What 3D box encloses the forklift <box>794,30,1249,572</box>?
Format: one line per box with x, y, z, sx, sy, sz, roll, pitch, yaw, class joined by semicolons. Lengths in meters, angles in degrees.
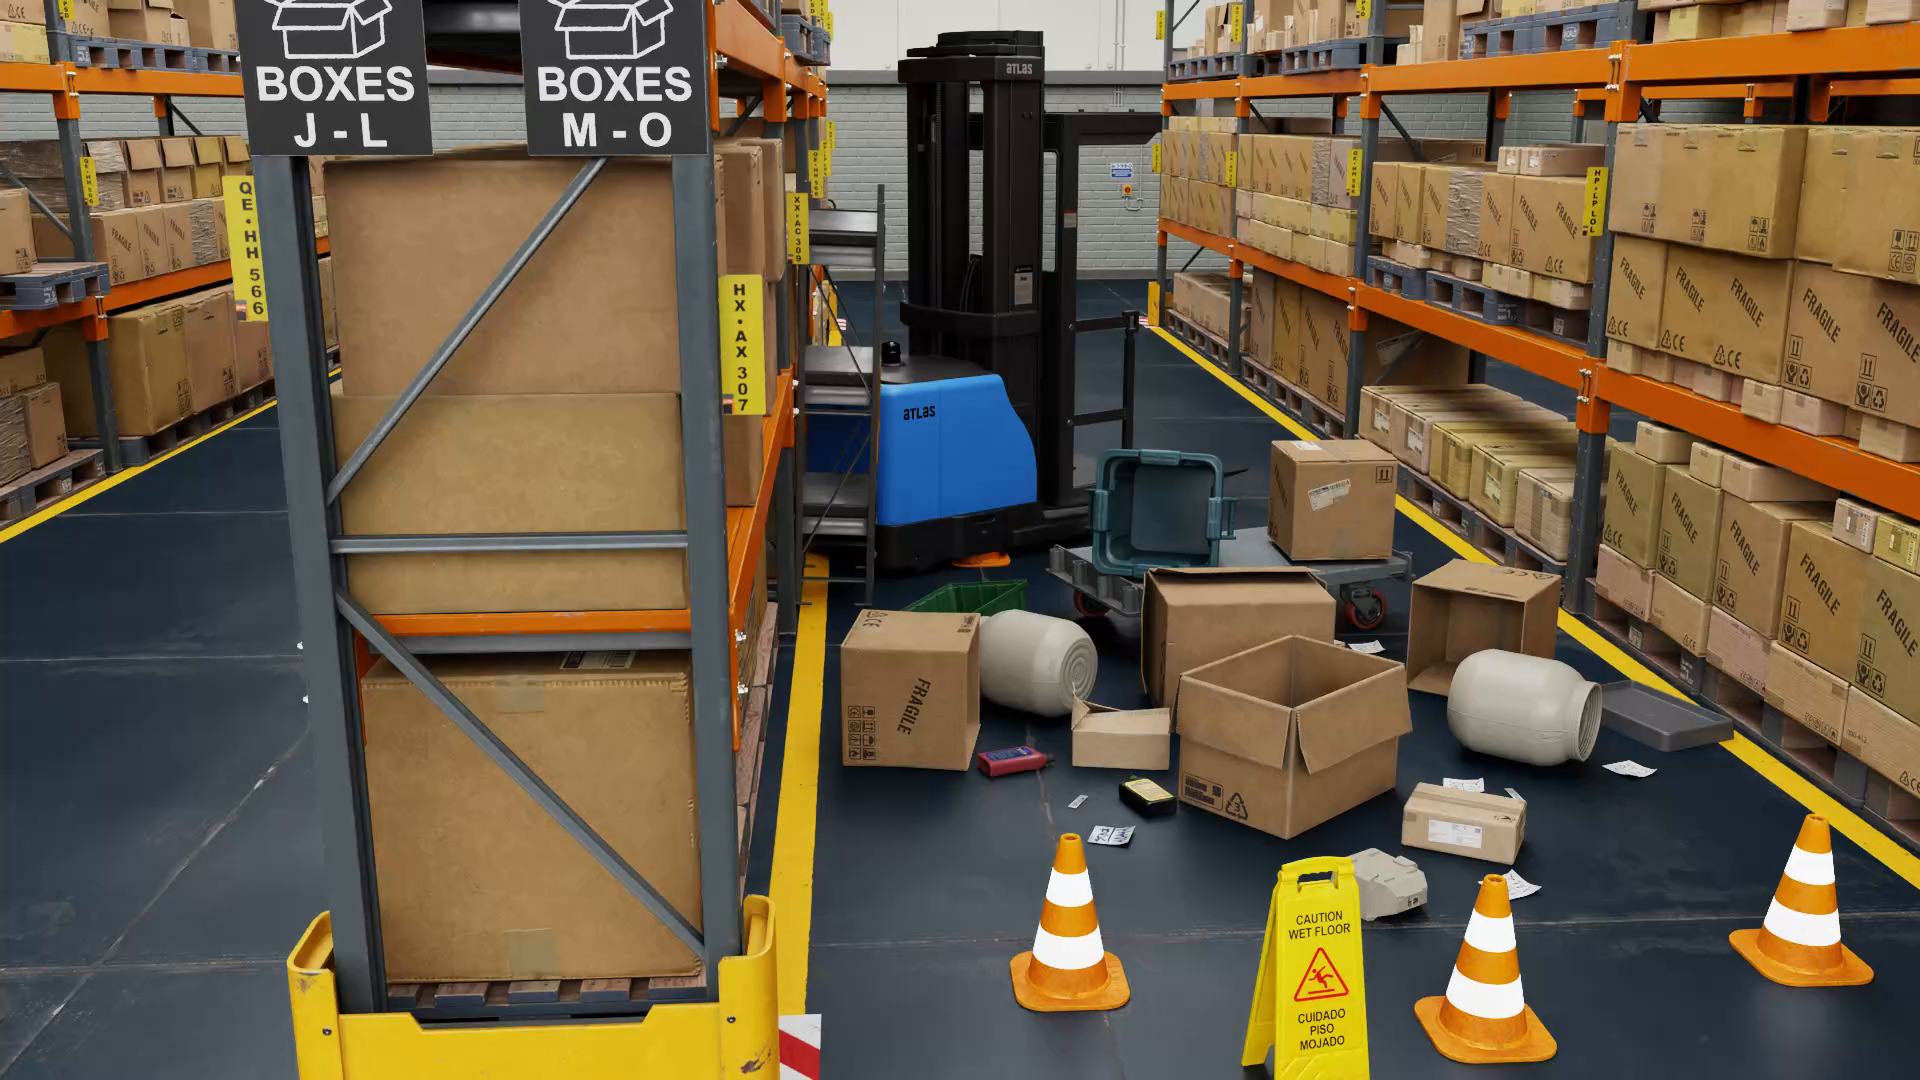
0.499;-1.513;10.025;3.031;2.935;1.130;-11;18;-36;forklift

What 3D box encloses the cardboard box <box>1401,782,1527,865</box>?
1.776;0.996;5.857;0.380;0.149;0.250;7;16;26;cardboard box

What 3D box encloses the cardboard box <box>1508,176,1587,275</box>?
3.336;-1.715;9.033;0.500;0.500;0.500;-1;14;-3;cardboard box

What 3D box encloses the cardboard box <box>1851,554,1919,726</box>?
3.527;0.350;5.817;0.500;0.500;0.500;0;14;-1;cardboard box

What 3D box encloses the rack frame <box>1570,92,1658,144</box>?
7.836;-4.147;20.124;1.000;3.000;0.127;-1;14;-3;rack frame

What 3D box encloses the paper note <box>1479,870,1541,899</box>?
1.828;1.143;5.521;0.148;0.019;0.142;-6;16;-23;paper note

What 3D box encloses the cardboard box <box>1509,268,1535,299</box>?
3.267;-1.420;9.186;0.380;0.149;0.250;-1;14;-4;cardboard box

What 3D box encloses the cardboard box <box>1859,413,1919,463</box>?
3.487;-0.375;5.969;0.380;0.149;0.250;-1;14;-4;cardboard box

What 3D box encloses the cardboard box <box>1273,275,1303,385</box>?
3.312;-1.871;14.701;0.875;0.875;0.875;0;14;-2;cardboard box

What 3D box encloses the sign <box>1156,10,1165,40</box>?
2.327;-5.977;19.302;0.100;0.325;0.005;-1;14;-3;sign

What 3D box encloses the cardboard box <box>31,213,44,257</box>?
-6.791;-2.094;11.945;0.500;0.500;0.500;0;14;-2;cardboard box

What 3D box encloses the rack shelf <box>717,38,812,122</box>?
-1.433;-2.585;9.478;1.077;0.370;4.000;-1;14;-3;rack shelf

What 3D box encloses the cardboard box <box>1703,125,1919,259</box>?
3.450;-1.396;6.629;0.700;0.500;0.500;-1;14;-5;cardboard box

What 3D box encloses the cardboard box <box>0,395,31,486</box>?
-6.405;-0.625;10.570;0.700;0.500;0.500;-2;15;-8;cardboard box

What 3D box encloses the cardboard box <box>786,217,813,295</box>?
-1.261;-1.919;11.263;0.500;0.500;0.500;-1;14;-3;cardboard box

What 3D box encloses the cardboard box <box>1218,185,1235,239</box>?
2.846;-3.234;16.377;0.500;0.500;0.500;-1;14;-3;cardboard box

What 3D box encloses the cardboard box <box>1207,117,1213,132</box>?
2.777;-4.312;17.256;0.380;0.149;0.250;-1;14;-5;cardboard box

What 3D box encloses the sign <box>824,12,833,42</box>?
-1.497;-5.853;18.958;0.100;0.325;0.005;-1;14;-3;sign

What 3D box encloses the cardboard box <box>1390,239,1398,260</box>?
3.196;-2.007;11.468;0.380;0.149;0.250;-2;15;-7;cardboard box

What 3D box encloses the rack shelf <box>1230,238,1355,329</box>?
3.254;-2.229;14.112;1.077;0.370;4.000;-1;14;-3;rack shelf

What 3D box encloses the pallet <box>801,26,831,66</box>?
-1.464;-3.180;10.726;1.213;0.211;1.003;0;14;-1;pallet

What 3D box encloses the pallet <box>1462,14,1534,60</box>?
3.626;-2.860;9.478;1.213;0.211;1.003;-1;14;-3;pallet

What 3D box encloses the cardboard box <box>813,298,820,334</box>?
-1.441;-1.888;14.015;0.500;0.250;0.500;-2;15;-6;cardboard box

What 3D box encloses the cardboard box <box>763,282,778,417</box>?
-1.218;-0.828;6.924;0.875;0.550;0.550;-1;14;-3;cardboard box

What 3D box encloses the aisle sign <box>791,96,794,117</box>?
-1.758;-5.250;19.192;0.394;0.787;0.004;-1;14;-3;aisle sign

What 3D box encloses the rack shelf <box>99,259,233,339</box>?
-6.637;-2.076;13.518;1.077;0.370;4.000;-1;14;-3;rack shelf

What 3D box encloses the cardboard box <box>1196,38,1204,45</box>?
2.999;-5.591;18.973;0.500;0.250;0.500;-2;15;-9;cardboard box

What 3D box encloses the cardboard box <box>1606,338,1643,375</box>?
3.325;-0.880;7.931;0.380;0.149;0.250;-1;14;-4;cardboard box

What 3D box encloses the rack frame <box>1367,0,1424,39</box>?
3.377;-4.985;11.342;1.000;3.000;0.127;-1;14;-3;rack frame

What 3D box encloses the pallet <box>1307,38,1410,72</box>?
3.285;-3.600;12.359;1.213;0.211;1.003;0;14;-1;pallet

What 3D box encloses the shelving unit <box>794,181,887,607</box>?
-0.618;-0.723;8.485;0.431;2.100;0.503;2;23;-3;shelving unit

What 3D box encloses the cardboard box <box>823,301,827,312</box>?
-1.656;-2.550;18.199;0.380;0.149;0.250;-1;14;-3;cardboard box

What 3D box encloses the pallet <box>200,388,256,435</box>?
-6.560;-1.076;13.786;1.003;0.211;1.213;-1;14;-3;pallet

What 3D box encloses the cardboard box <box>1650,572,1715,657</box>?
3.437;0.327;7.412;0.500;0.250;0.500;0;14;0;cardboard box

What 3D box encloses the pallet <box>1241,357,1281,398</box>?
3.253;-1.533;15.562;1.003;0.211;1.213;-1;14;-3;pallet

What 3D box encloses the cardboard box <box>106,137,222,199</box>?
-6.683;-3.126;13.943;0.797;0.503;0.637;-1;14;-3;cardboard box

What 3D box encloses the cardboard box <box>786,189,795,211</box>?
-1.392;-2.467;12.062;0.380;0.149;0.250;-1;14;-3;cardboard box

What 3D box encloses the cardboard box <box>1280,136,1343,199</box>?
2.996;-3.114;13.902;0.500;0.500;0.500;-1;14;-4;cardboard box

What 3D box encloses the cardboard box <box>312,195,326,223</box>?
-6.555;-3.238;16.294;0.500;0.250;0.500;-1;14;-4;cardboard box

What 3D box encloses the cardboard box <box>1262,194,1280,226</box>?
2.940;-2.875;14.479;0.500;0.250;0.500;-1;14;-3;cardboard box

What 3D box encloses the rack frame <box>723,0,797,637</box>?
-1.309;-0.983;7.829;1.000;3.000;0.127;-1;14;-3;rack frame

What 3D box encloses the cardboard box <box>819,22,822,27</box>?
-1.680;-5.514;17.916;0.380;0.149;0.250;-1;14;-3;cardboard box

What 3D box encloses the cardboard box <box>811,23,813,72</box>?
-1.401;-3.874;12.843;0.500;0.500;0.500;-1;14;-3;cardboard box

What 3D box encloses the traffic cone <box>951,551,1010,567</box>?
0.115;-0.112;9.532;0.336;0.463;0.334;-1;14;-3;traffic cone

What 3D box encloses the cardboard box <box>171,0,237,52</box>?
-6.715;-4.482;14.363;0.700;0.500;0.500;-1;14;-2;cardboard box

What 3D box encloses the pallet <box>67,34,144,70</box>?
-6.606;-3.447;11.764;1.213;0.211;1.003;0;14;-1;pallet

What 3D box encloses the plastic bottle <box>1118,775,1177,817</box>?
0.683;0.950;6.213;0.133;0.061;0.283;-6;16;-23;plastic bottle

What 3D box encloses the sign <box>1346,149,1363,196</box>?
2.824;-2.631;11.909;0.100;0.325;0.005;-1;14;-3;sign

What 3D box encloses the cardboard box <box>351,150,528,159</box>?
-1.172;-0.812;4.696;0.875;0.550;0.550;-1;14;-3;cardboard box

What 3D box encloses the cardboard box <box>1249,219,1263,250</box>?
2.927;-2.760;15.033;0.500;0.250;0.500;-1;14;-5;cardboard box

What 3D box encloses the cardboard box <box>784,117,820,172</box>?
-1.589;-3.766;15.838;0.500;0.500;0.500;-1;14;-2;cardboard box

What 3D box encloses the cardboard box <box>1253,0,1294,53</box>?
2.895;-4.555;14.648;0.500;0.500;0.500;-1;14;-4;cardboard box

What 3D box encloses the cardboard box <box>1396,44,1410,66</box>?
3.227;-3.330;11.432;0.380;0.149;0.250;-1;14;-3;cardboard box

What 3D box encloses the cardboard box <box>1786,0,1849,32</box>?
3.392;-2.013;6.313;0.380;0.149;0.250;-1;14;-5;cardboard box
